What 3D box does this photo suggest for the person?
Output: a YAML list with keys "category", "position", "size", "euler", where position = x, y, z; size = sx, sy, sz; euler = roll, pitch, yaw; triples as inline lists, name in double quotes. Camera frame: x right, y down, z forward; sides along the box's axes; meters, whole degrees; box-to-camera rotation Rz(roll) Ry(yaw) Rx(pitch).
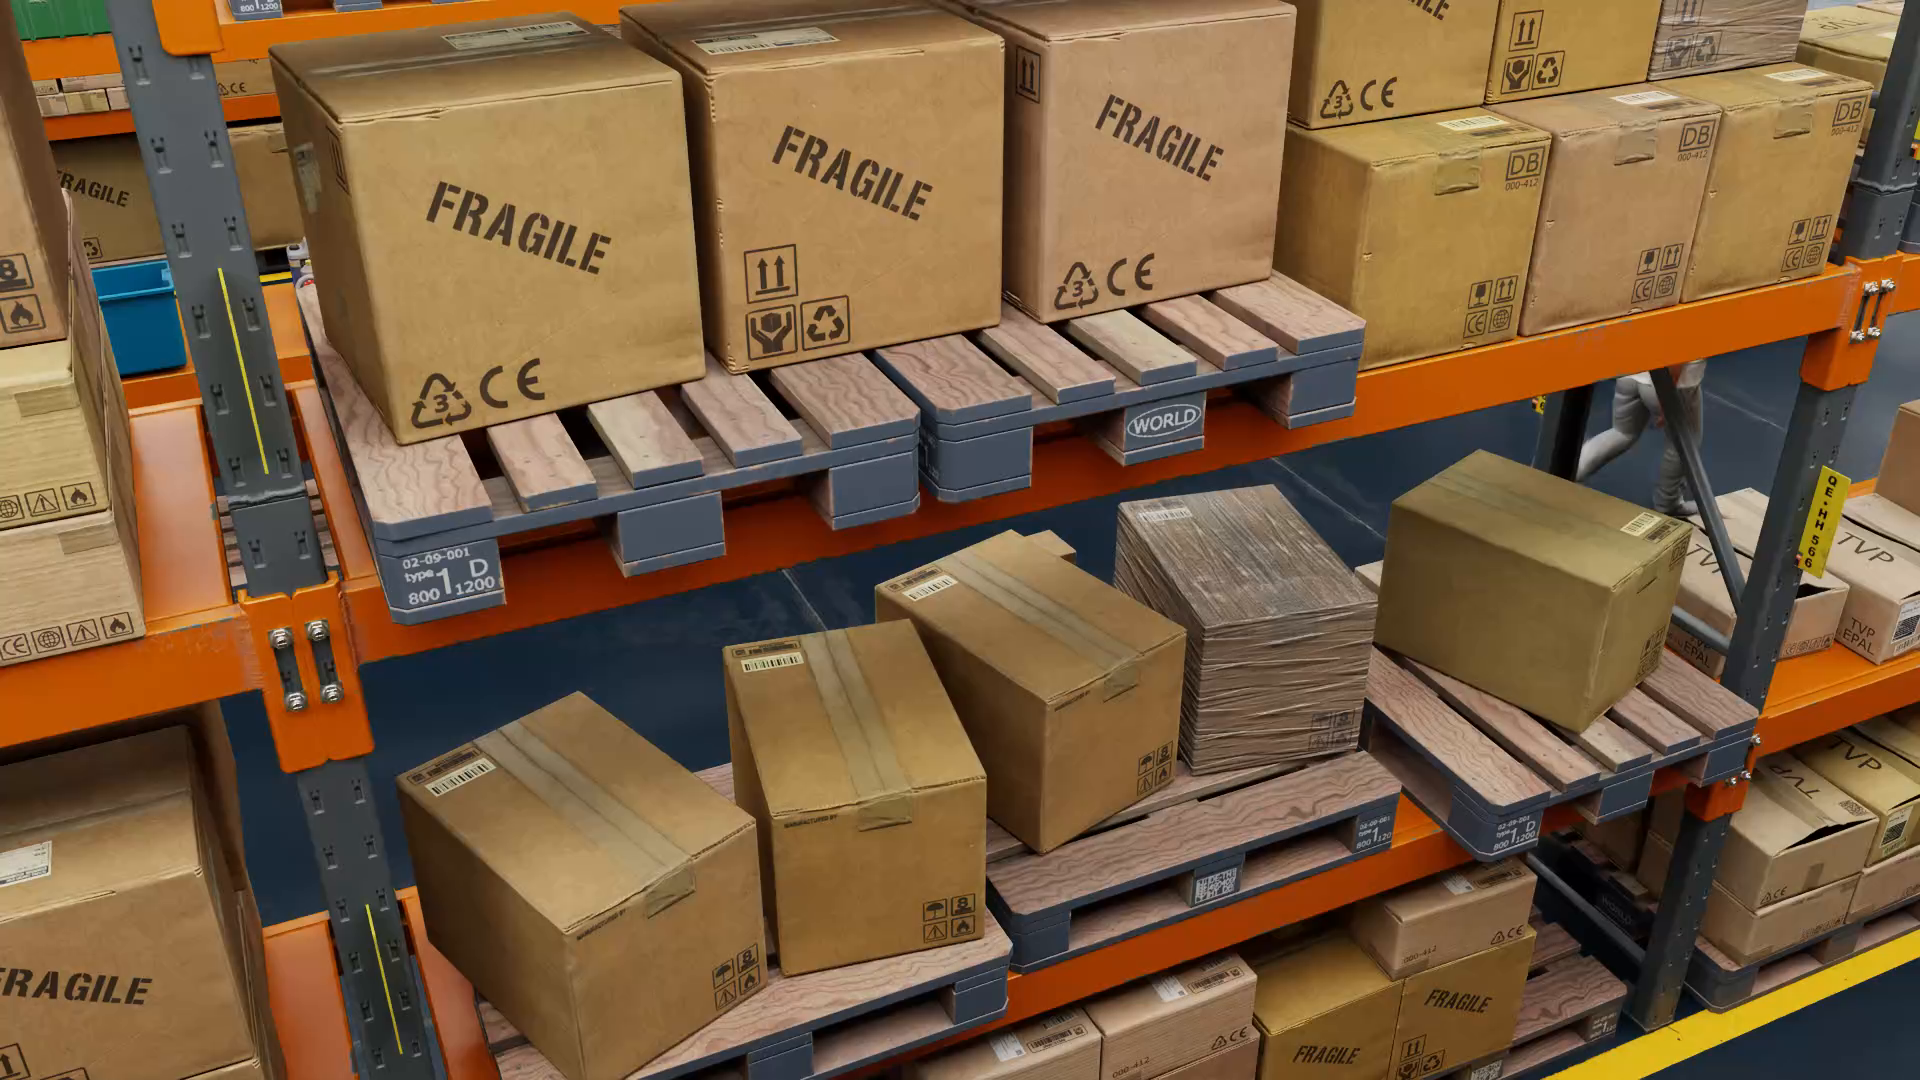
- category: "person"
  position: [3.583, -0.846, 8.602]
  size: [0.869, 1.625, 0.490]
  euler: [-9, 31, -15]
